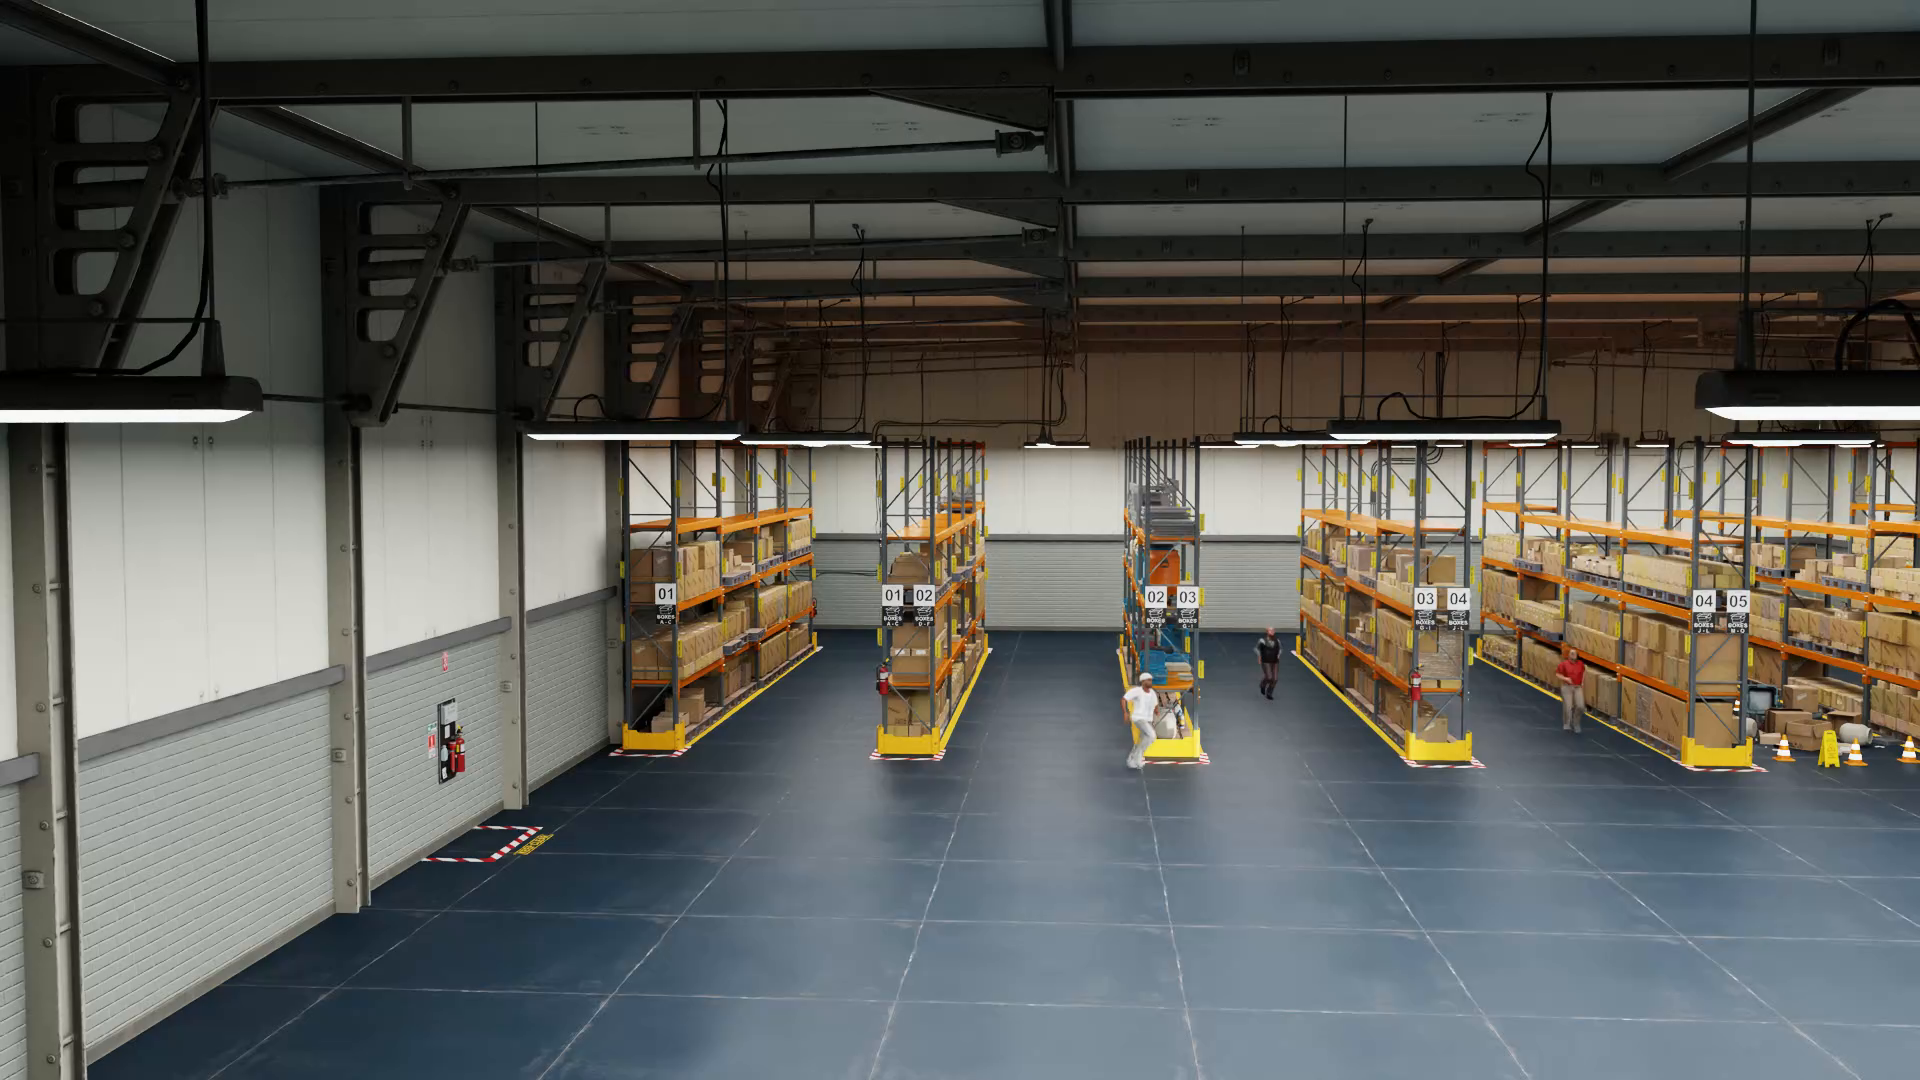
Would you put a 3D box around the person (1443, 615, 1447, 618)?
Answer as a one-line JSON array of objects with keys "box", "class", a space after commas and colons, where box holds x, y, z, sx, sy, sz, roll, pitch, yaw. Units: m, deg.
[{"box": [13.977, 2.324, 47.422, 0.970, 1.739, 0.759, -1, 3, -24], "class": "person"}]

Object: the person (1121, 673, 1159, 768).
[{"box": [3.335, 3.250, 29.961, 0.721, 1.700, 0.650, -3, 4, -43], "class": "person"}]

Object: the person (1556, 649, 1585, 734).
[{"box": [12.429, 3.075, 33.763, 0.649, 1.745, 0.711, 0, 3, 4], "class": "person"}]

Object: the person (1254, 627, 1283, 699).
[{"box": [7.144, 2.836, 38.267, 0.652, 1.678, 0.569, -1, 3, -11], "class": "person"}]
